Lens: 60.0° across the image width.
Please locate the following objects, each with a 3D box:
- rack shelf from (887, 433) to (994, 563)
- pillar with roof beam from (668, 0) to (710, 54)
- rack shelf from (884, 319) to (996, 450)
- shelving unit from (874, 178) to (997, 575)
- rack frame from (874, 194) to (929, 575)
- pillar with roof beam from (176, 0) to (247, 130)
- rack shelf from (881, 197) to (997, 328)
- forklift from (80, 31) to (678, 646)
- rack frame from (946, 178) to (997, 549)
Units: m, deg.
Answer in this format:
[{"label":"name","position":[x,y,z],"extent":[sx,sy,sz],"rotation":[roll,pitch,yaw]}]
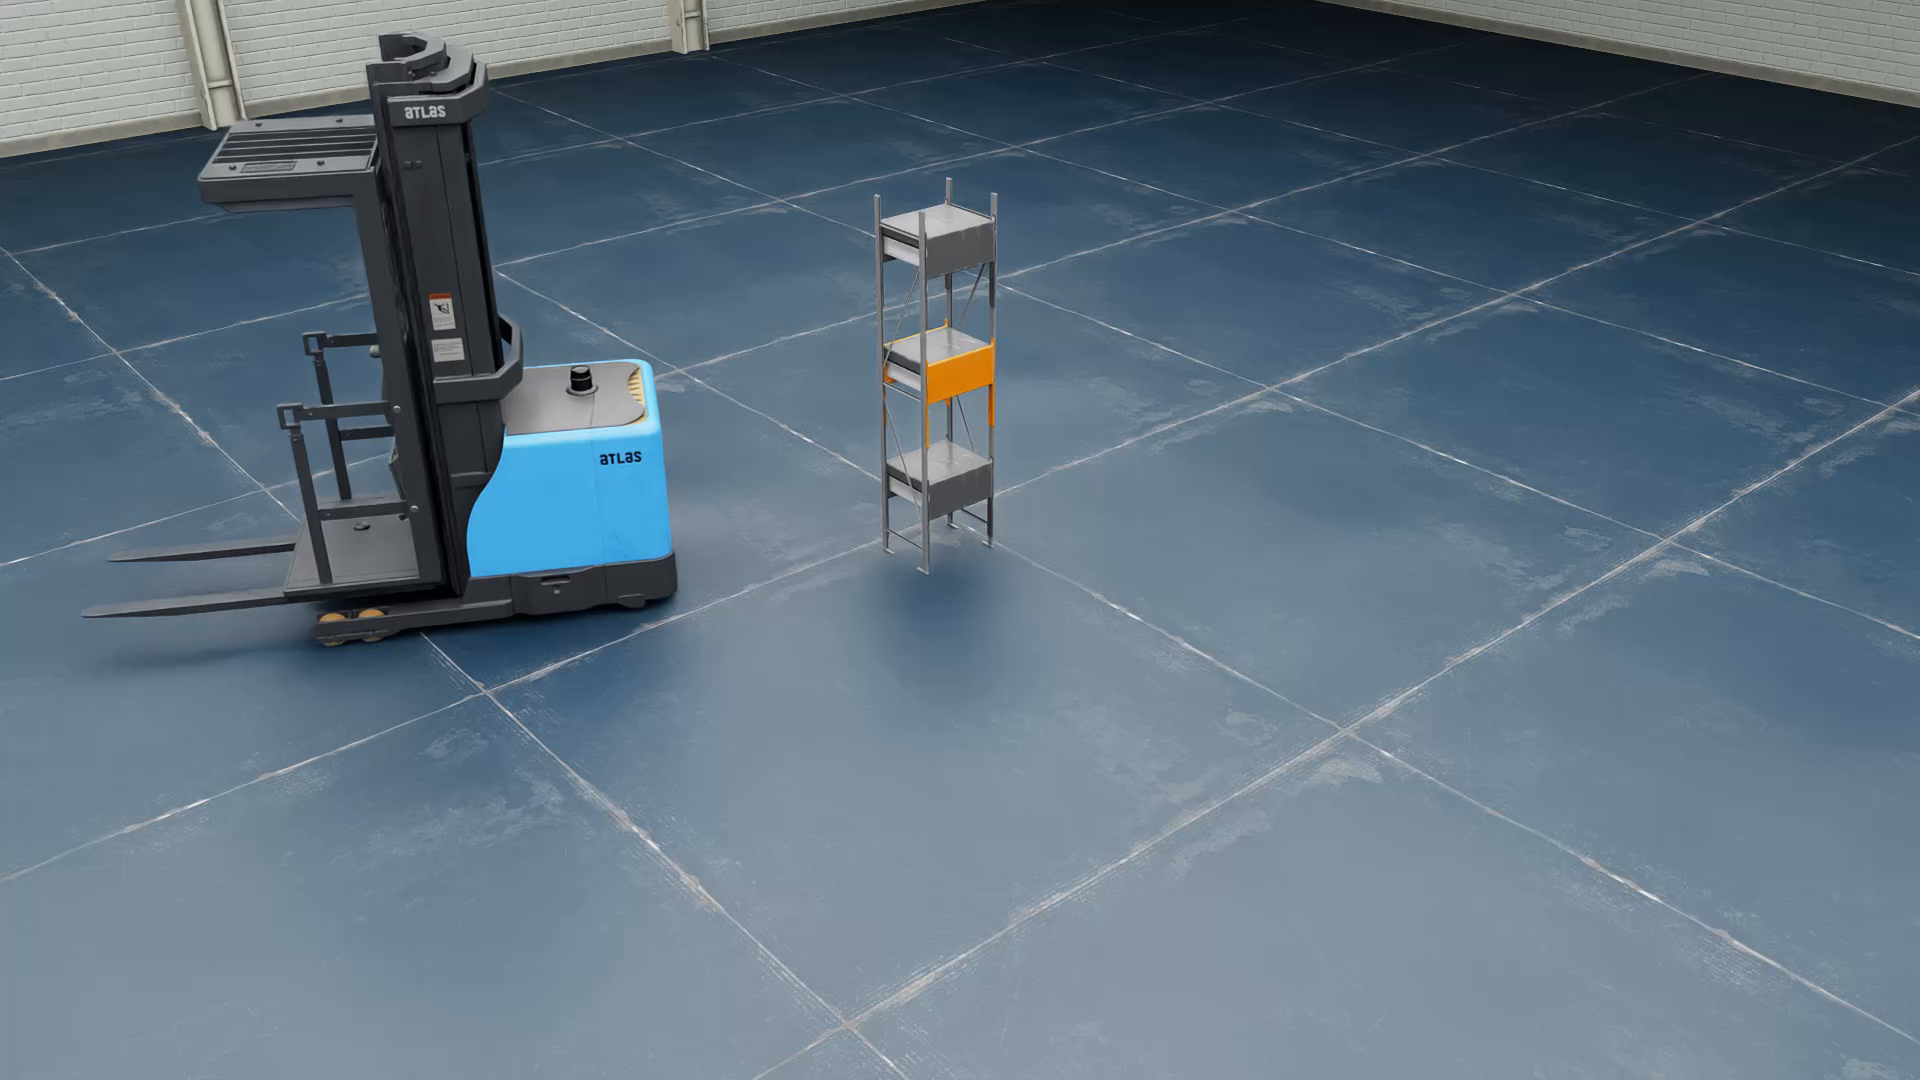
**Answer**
[{"label":"rack shelf","position":[-0.126,-0.246,9.497],"extent":[0.480,0.518,0.431],"rotation":[-22,35,-35]},{"label":"pillar with roof beam","position":[-0.728,-8.832,16.729],"extent":[0.400,9.000,9.100],"rotation":[-22,35,-35]},{"label":"rack shelf","position":[-0.126,-0.863,9.167],"extent":[0.480,0.518,0.431],"rotation":[-22,35,-35]},{"label":"shelving unit","position":[-0.126,-0.875,9.160],"extent":[0.503,2.100,0.431],"rotation":[-22,35,-35]},{"label":"rack frame","position":[-0.312,-0.801,9.021],"extent":[0.015,2.100,0.400],"rotation":[-22,35,-35]},{"label":"pillar with roof beam","position":[-5.293,-6.997,13.295],"extent":[0.400,9.000,9.100],"rotation":[-22,35,-35]},{"label":"rack shelf","position":[-0.126,-1.481,8.837],"extent":[0.480,0.518,0.431],"rotation":[-22,35,-35]},{"label":"forklift","position":[-3.116,-1.012,8.533],"extent":[3.031,2.935,1.130],"rotation":[-6,29,-11]},{"label":"rack frame","position":[0.060,-0.950,9.300],"extent":[0.015,2.100,0.400],"rotation":[-22,35,-35]}]
